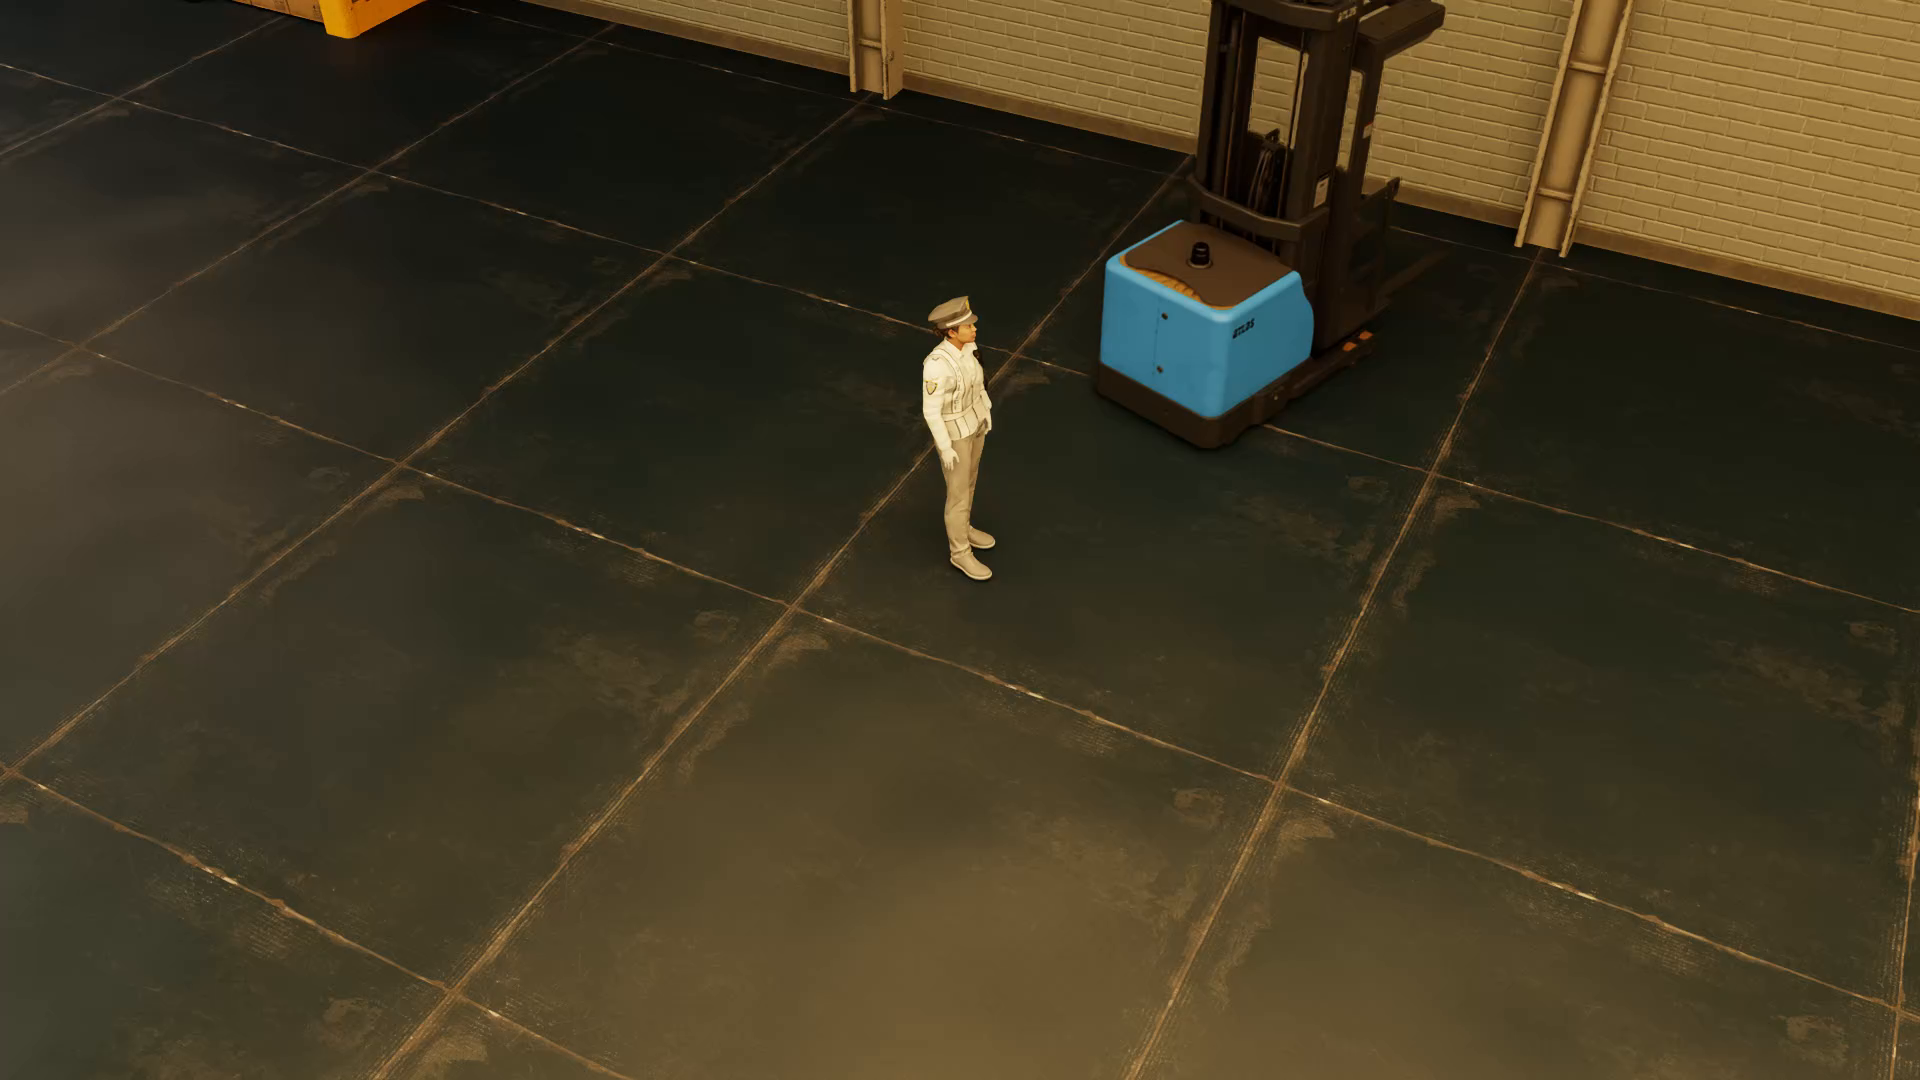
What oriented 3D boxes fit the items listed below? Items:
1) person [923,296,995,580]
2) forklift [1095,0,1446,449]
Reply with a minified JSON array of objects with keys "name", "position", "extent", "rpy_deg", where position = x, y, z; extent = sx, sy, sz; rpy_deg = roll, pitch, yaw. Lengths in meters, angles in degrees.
[{"name":"person","position":[0.057,-0.629,9.682],"extent":[0.532,1.694,0.586],"rpy_deg":[18,43,21]},{"name":"forklift","position":[2.327,-2.560,11.026],"extent":[3.031,2.935,1.130],"rpy_deg":[-33,50,-33]}]
